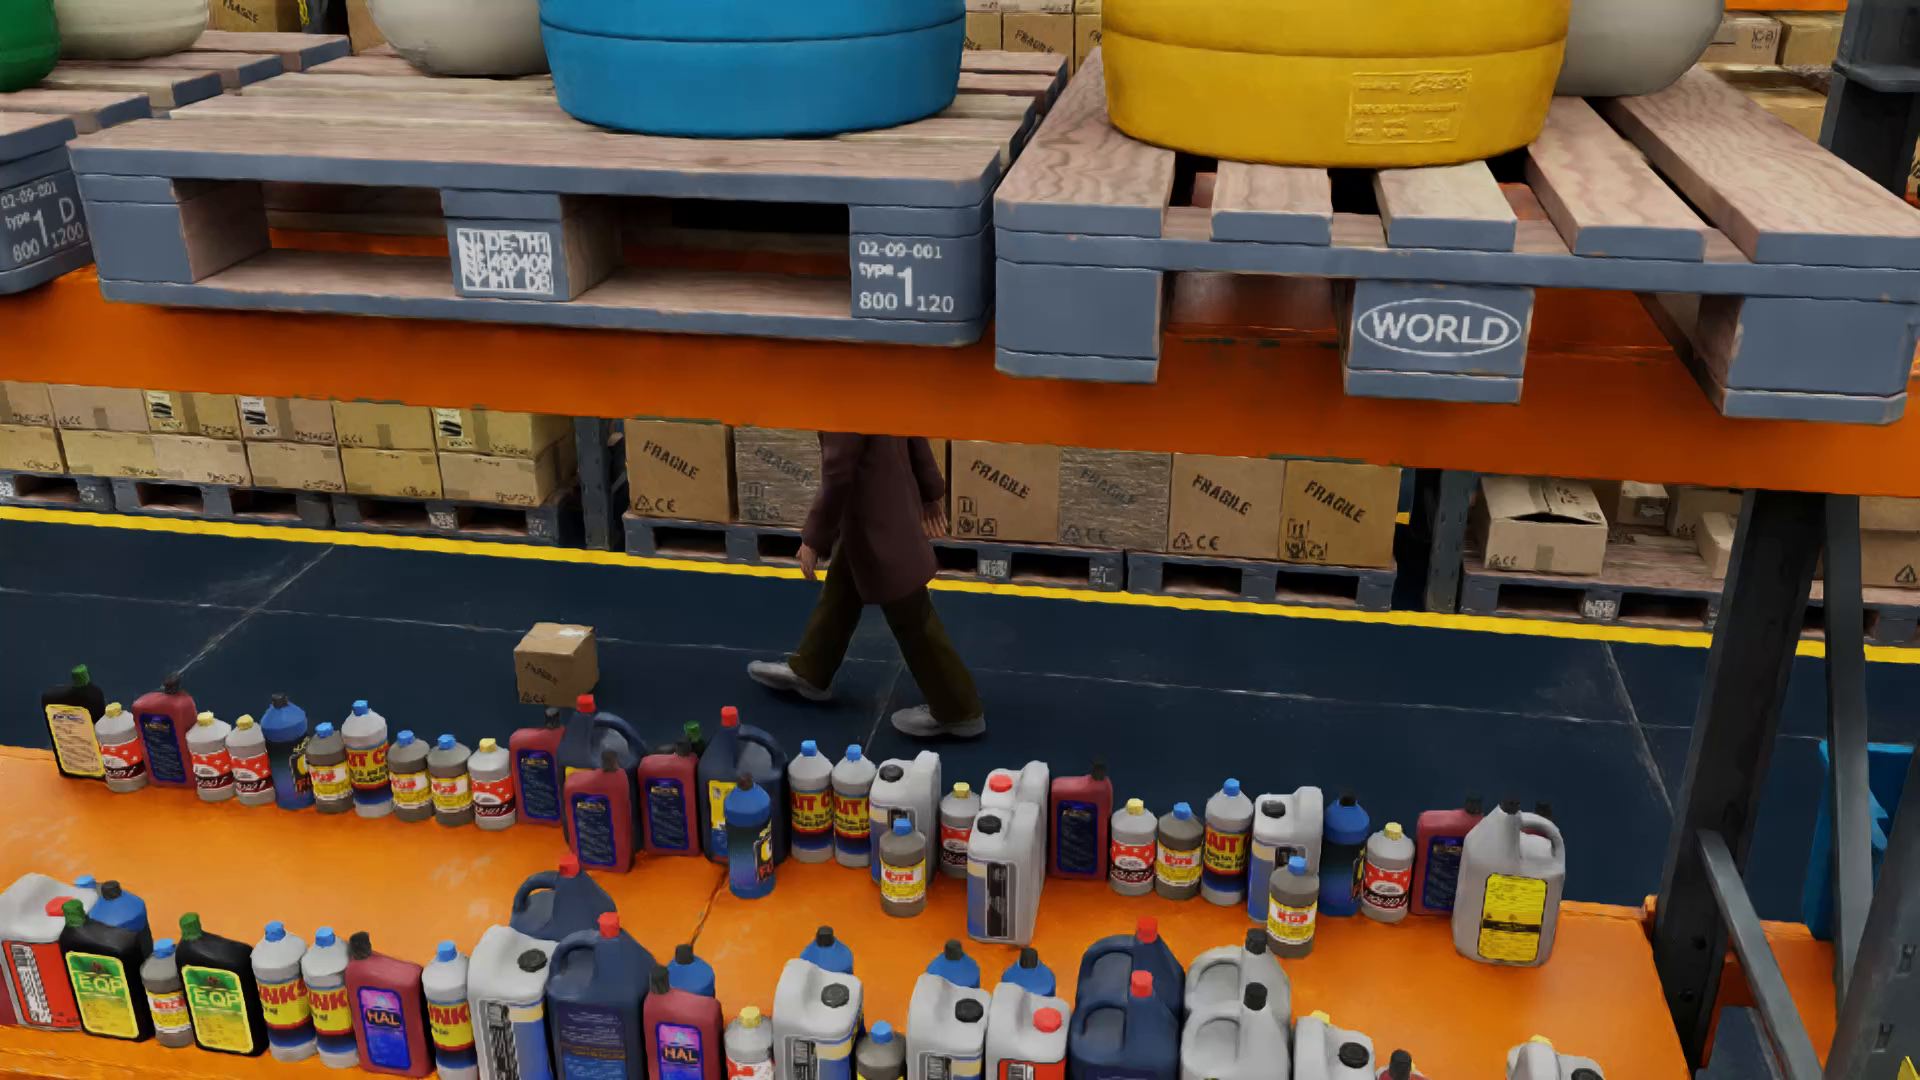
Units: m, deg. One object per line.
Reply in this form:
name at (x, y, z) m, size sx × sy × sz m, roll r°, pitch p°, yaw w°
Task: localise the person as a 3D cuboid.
person at (-0.397, -0.078, 6.286) m, size 1.029 × 1.724 × 0.624 m, roll 5°, pitch 25°, yaw 11°
